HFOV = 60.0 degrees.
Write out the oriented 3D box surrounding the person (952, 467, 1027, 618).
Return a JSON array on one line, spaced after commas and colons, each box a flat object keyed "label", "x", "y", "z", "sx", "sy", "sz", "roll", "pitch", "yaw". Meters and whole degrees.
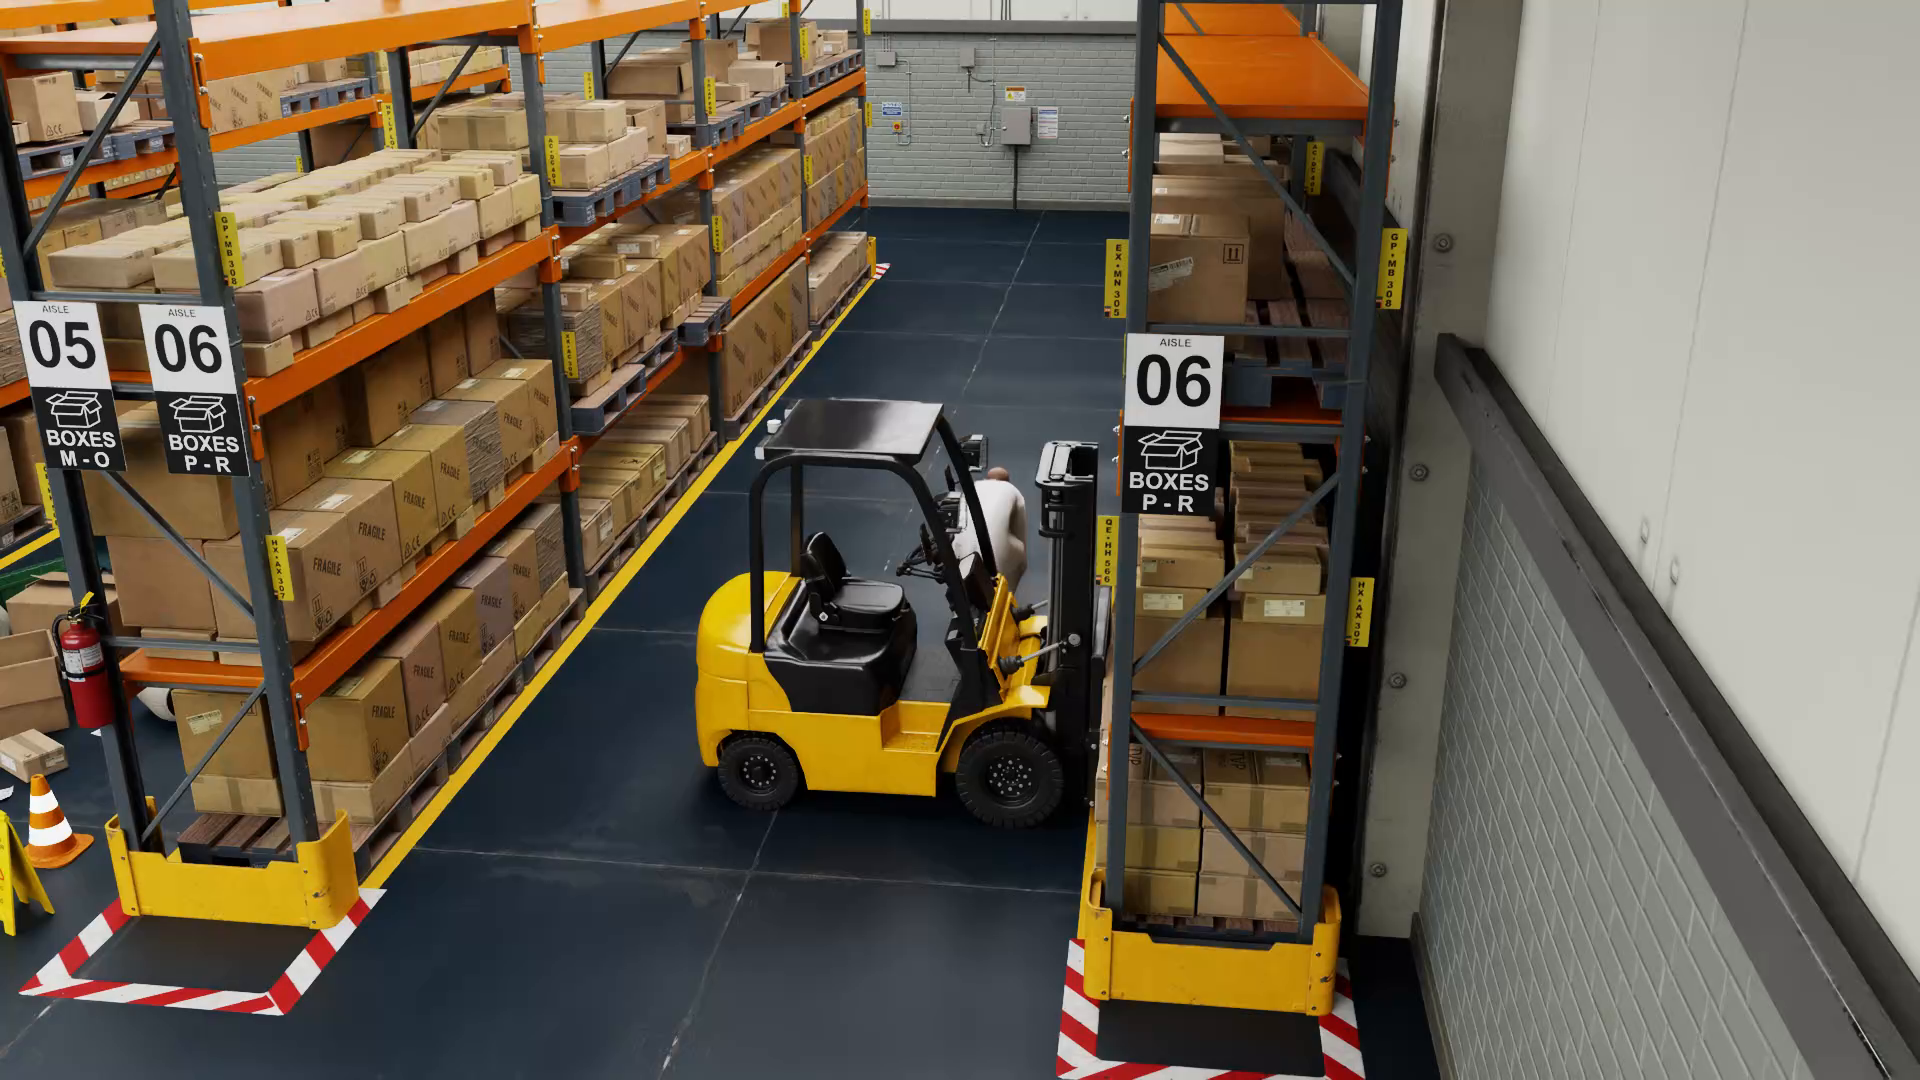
[{"label": "person", "x": 0.203, "y": 0.091, "z": 11.903, "sx": 0.594, "sy": 1.037, "sz": 0.941, "roll": 5, "pitch": 21, "yaw": 13}]
